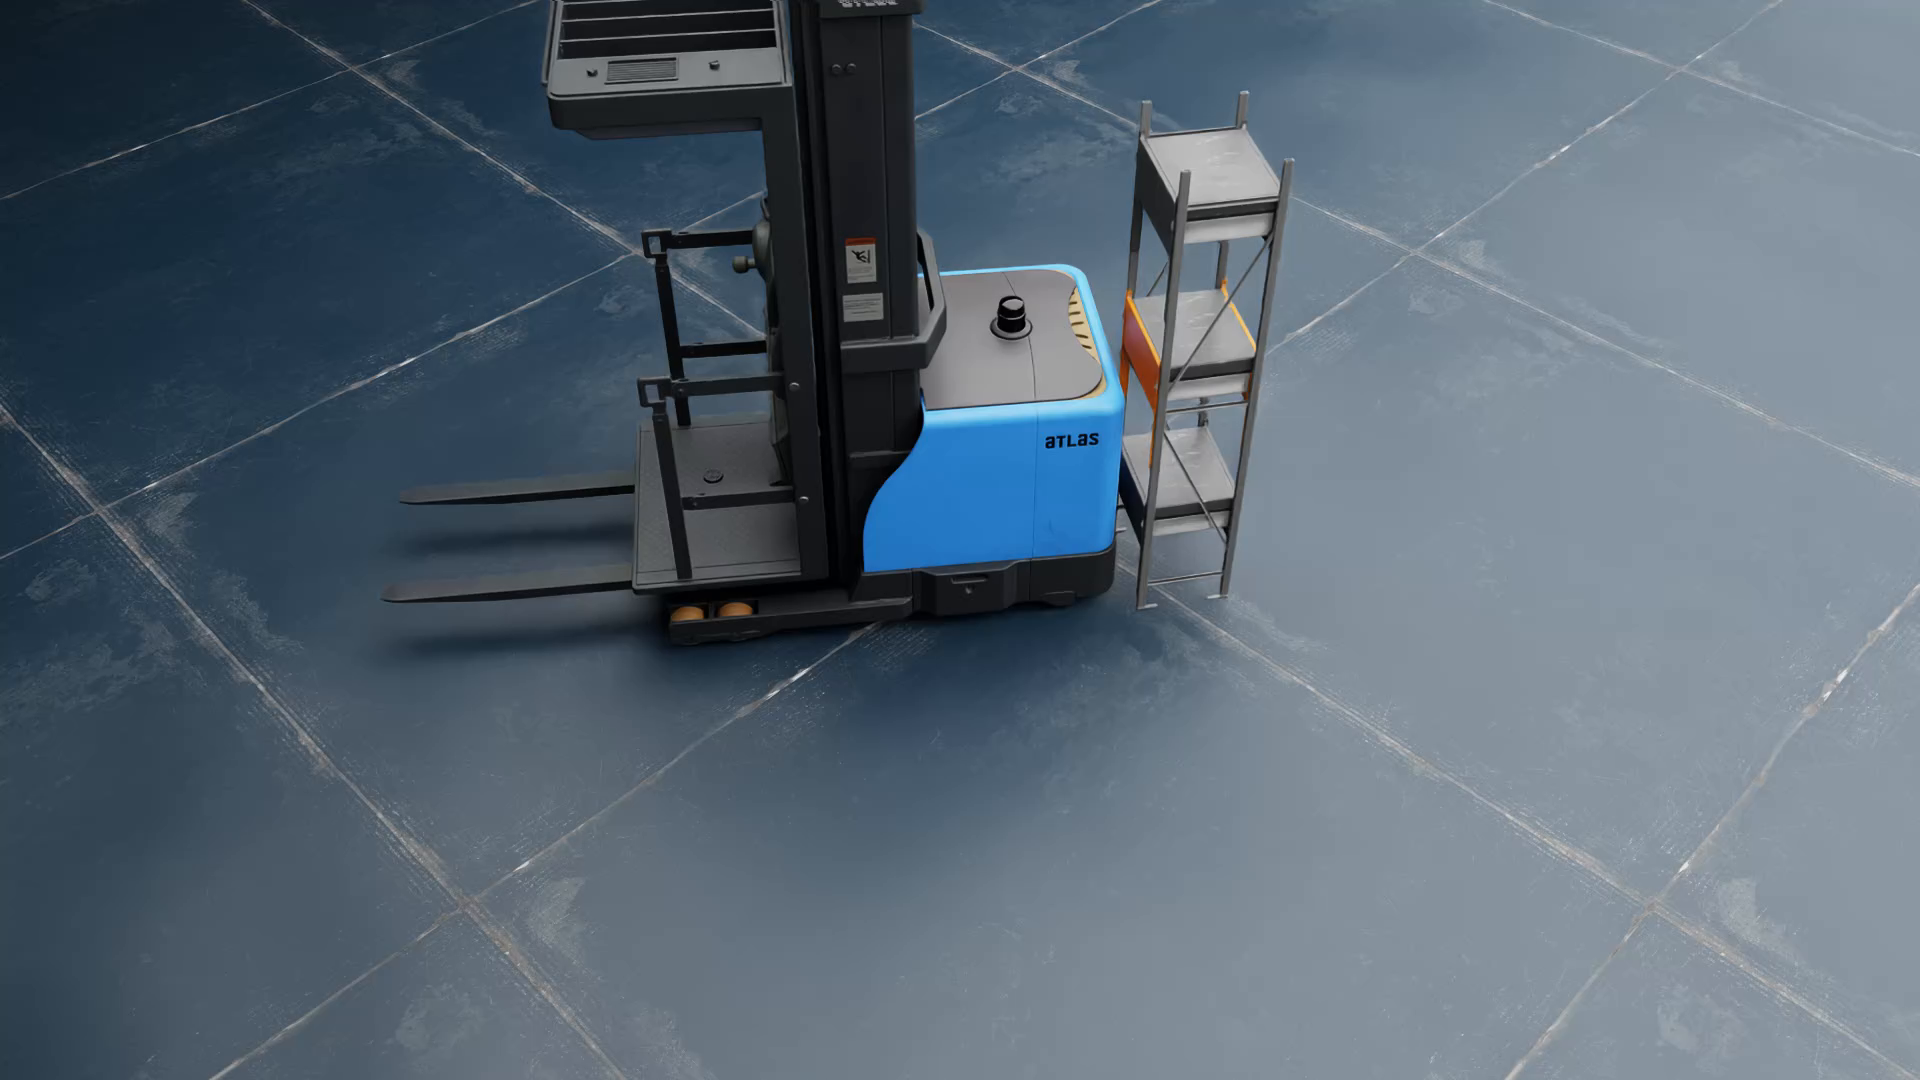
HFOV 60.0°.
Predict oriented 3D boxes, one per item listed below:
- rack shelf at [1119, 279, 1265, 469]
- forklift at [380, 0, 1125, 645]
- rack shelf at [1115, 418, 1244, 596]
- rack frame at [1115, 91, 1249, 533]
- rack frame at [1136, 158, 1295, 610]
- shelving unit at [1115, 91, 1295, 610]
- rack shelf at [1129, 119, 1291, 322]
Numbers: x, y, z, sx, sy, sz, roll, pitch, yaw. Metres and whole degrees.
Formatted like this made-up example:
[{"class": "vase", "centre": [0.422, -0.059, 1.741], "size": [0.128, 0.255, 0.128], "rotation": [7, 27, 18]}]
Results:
[{"class": "rack shelf", "centre": [0.898, -0.656, 6.550], "size": [0.431, 0.518, 0.480], "rotation": [-8, 43, -8]}, {"class": "forklift", "centre": [-0.902, -1.022, 6.314], "size": [3.031, 2.935, 1.130], "rotation": [-5, 43, -5]}, {"class": "rack shelf", "centre": [0.898, -0.142, 7.025], "size": [0.431, 0.518, 0.480], "rotation": [-8, 43, -8]}, {"class": "rack frame", "centre": [0.851, -0.828, 6.716], "size": [0.400, 2.100, 0.015], "rotation": [-8, 43, -8]}, {"class": "rack frame", "centre": [0.945, -0.503, 6.365], "size": [0.400, 2.100, 0.015], "rotation": [-8, 43, -8]}, {"class": "shelving unit", "centre": [0.898, -0.666, 6.541], "size": [0.431, 2.100, 0.503], "rotation": [-8, 43, -8]}, {"class": "rack shelf", "centre": [0.898, -1.170, 6.075], "size": [0.431, 0.518, 0.480], "rotation": [-8, 43, -8]}]
